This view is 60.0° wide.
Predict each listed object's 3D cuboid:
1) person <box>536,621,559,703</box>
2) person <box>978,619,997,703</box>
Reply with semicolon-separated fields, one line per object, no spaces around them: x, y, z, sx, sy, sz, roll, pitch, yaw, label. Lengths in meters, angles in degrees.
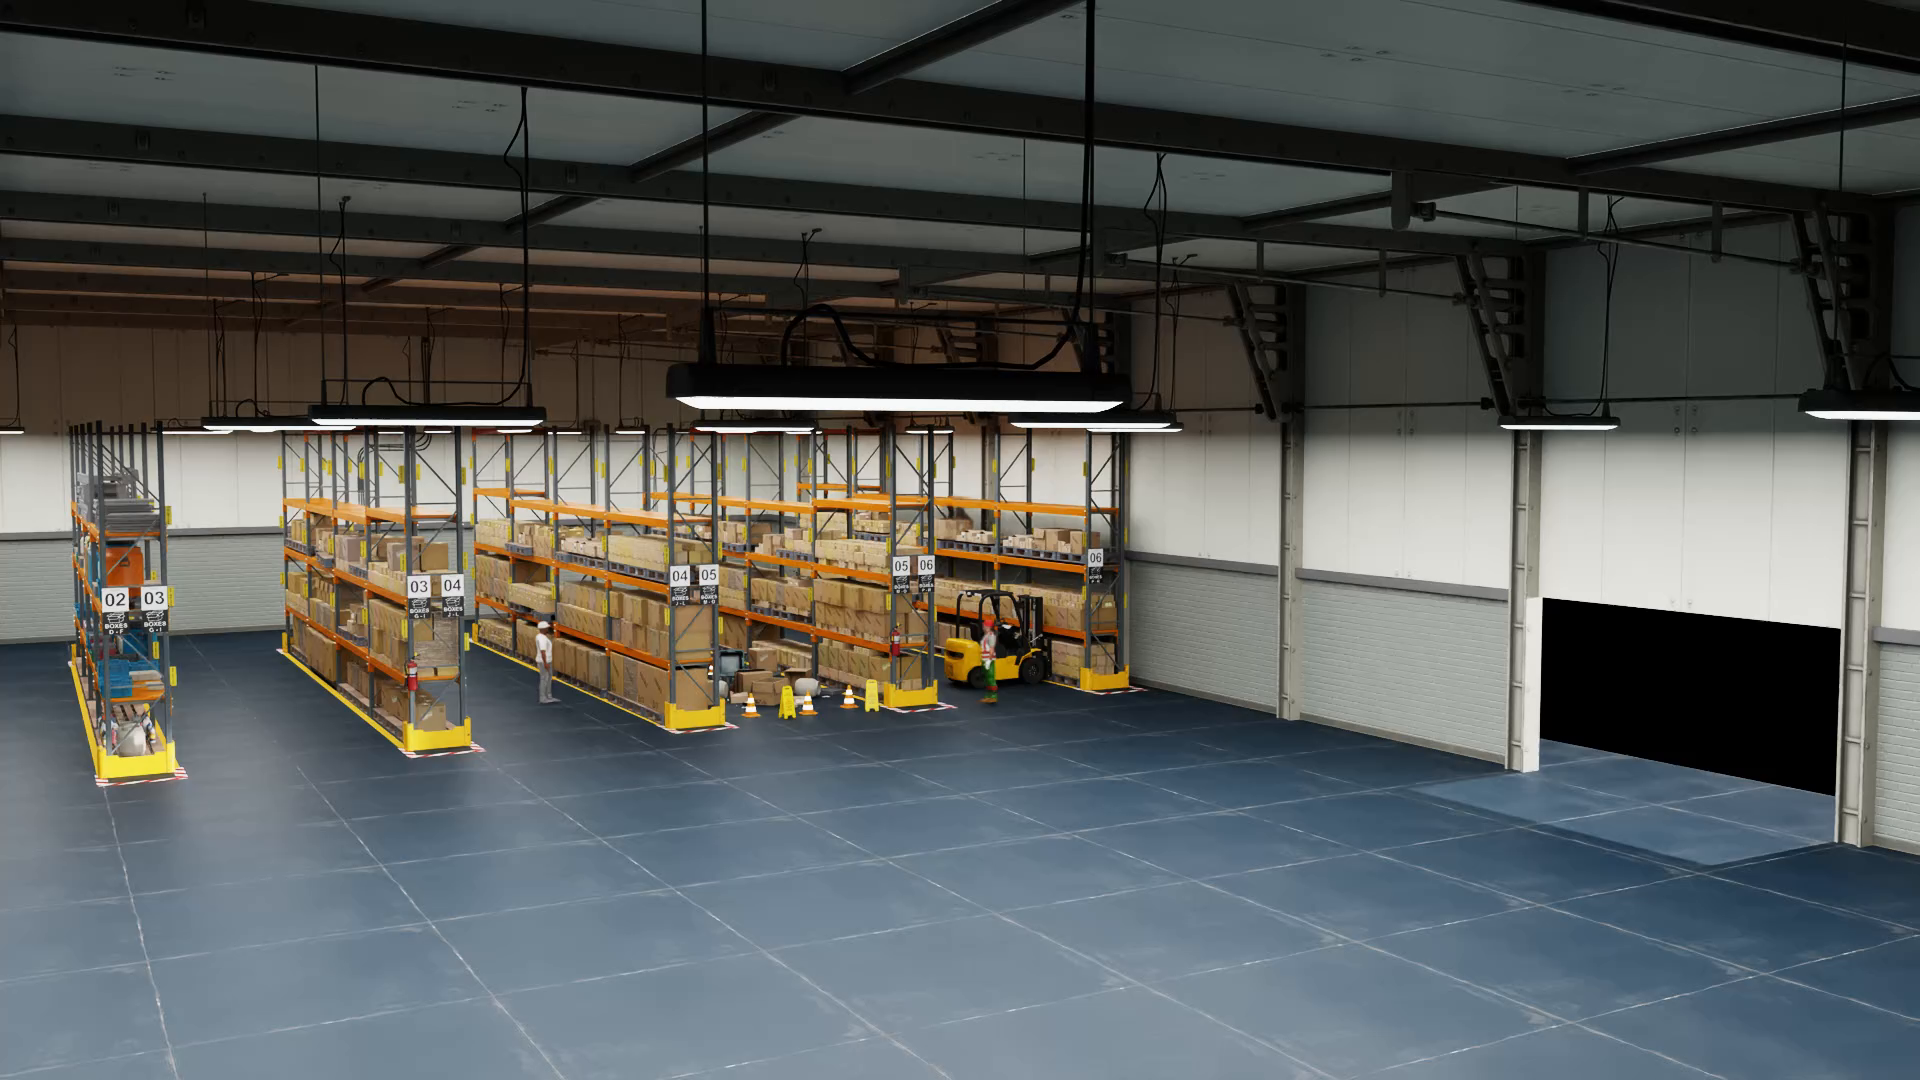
-8.940;2.631;35.872;0.450;1.768;0.633;0;4;1;person
0.614;2.613;35.859;0.370;1.807;0.615;-1;4;-19;person
